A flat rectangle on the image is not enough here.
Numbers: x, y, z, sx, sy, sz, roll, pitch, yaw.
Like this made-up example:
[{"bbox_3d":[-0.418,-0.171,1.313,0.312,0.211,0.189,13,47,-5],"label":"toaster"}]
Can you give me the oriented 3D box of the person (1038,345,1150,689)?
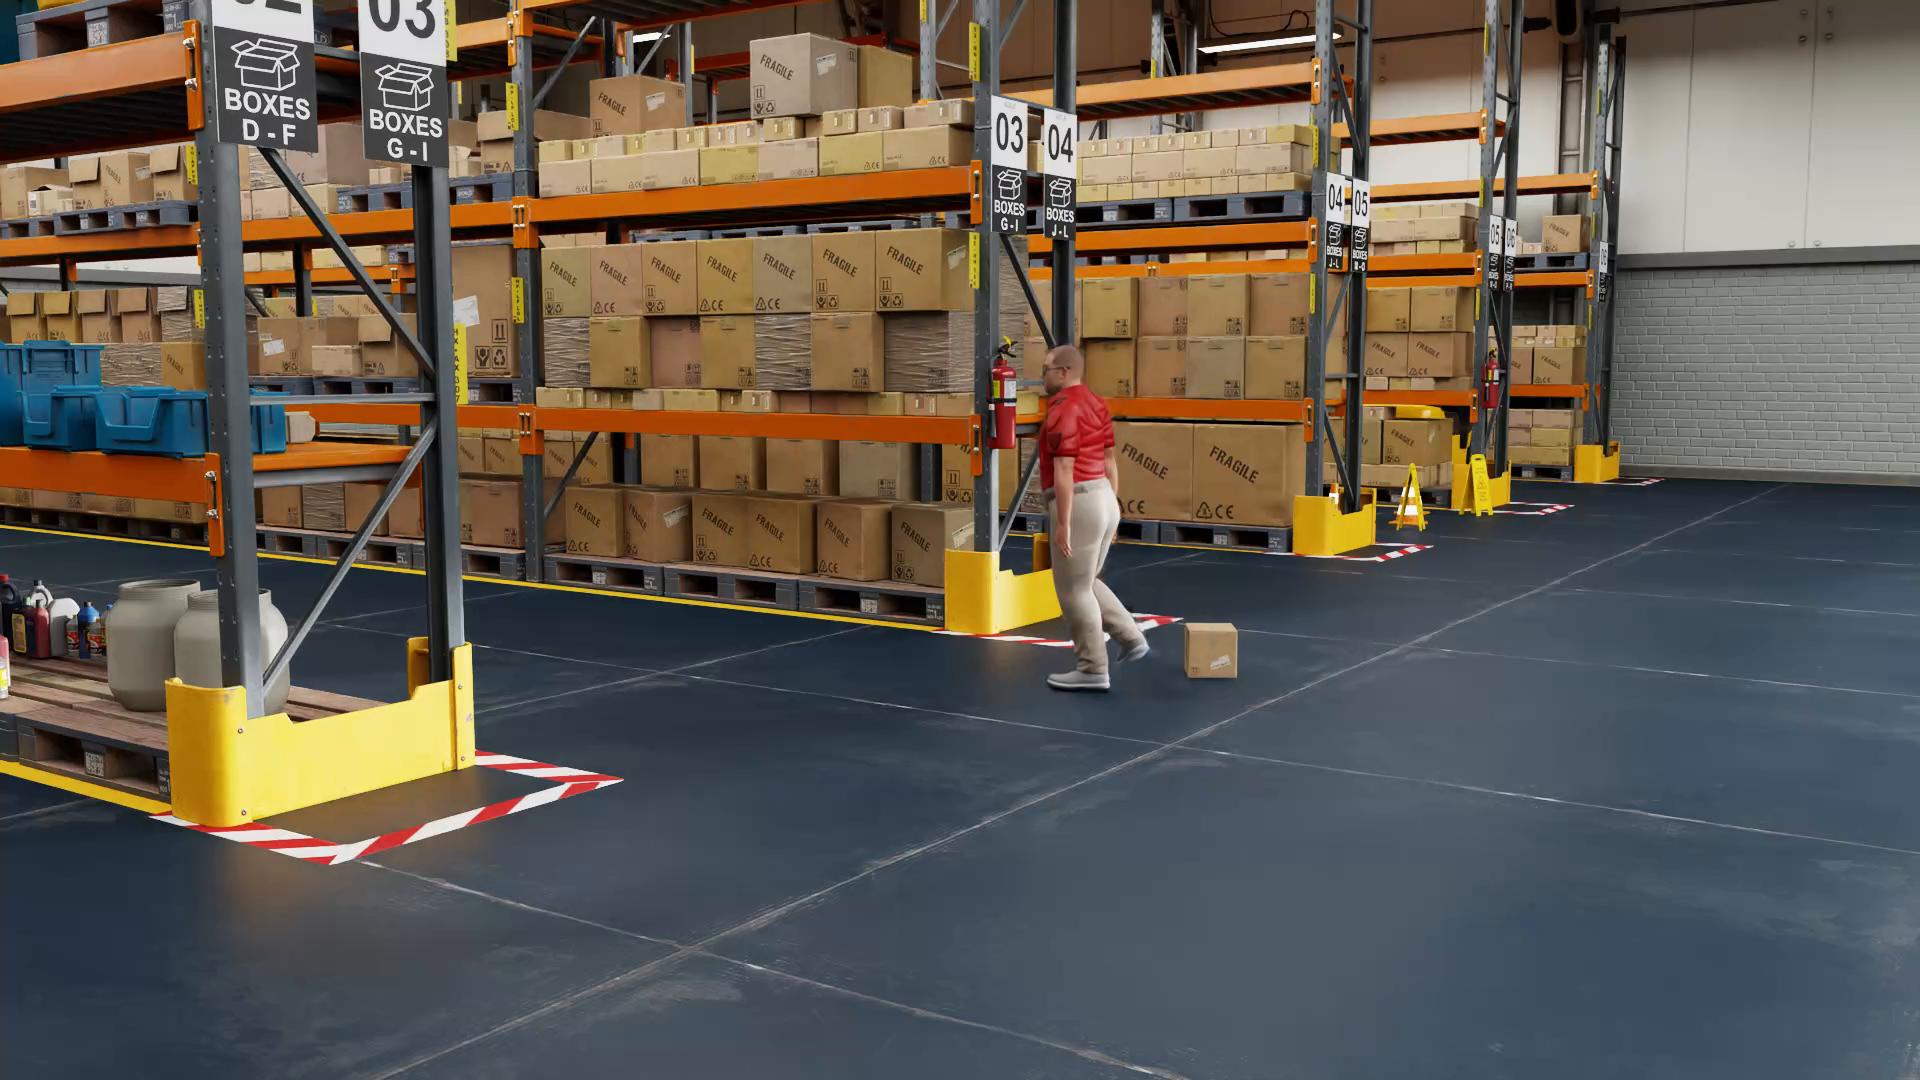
[{"bbox_3d":[0.666,-0.109,8.308,0.535,1.719,0.605,3,7,28],"label":"person"}]
